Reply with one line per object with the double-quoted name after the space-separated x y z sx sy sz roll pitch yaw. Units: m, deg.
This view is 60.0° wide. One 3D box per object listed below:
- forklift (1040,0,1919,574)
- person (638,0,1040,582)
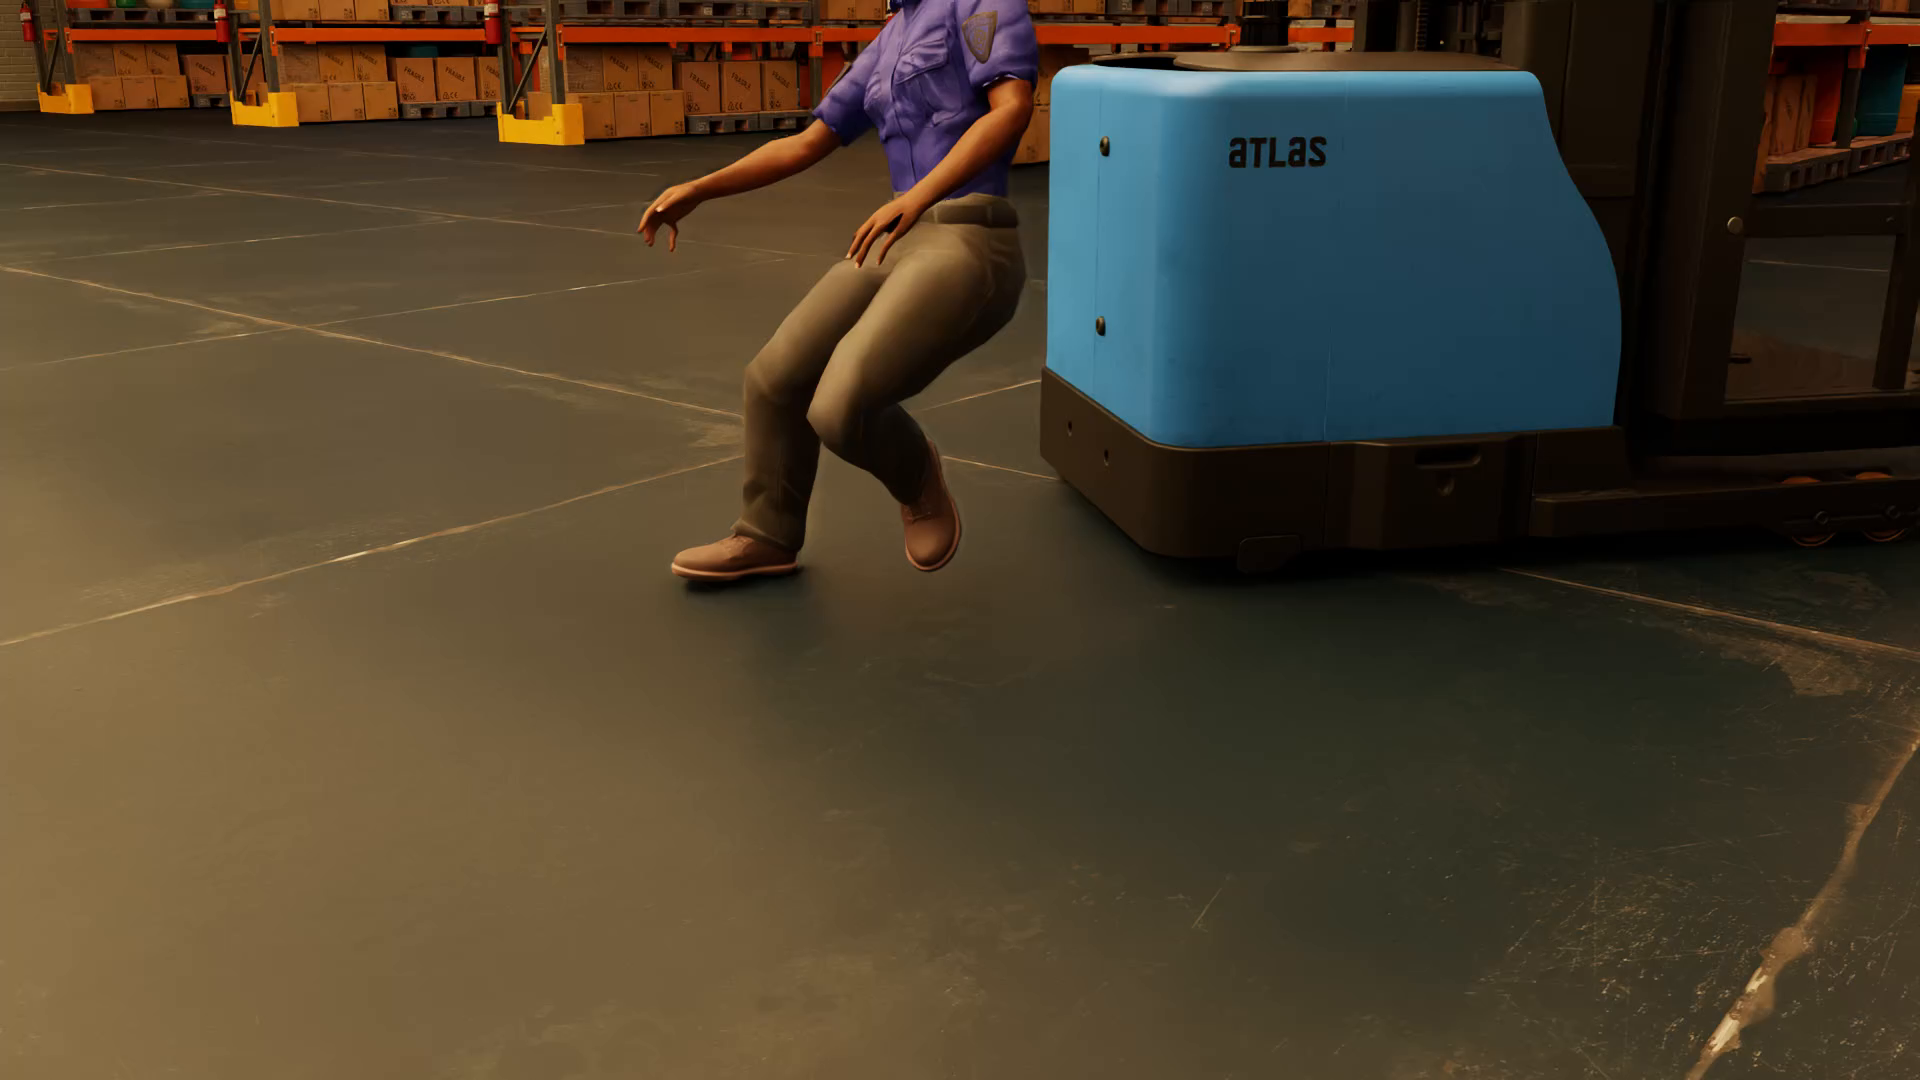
1.786 -1.531 3.940 3.031 2.935 1.130 -4 17 -12 "forklift"
-0.239 -0.563 3.222 0.696 1.486 0.755 -8 19 -26 "person"
